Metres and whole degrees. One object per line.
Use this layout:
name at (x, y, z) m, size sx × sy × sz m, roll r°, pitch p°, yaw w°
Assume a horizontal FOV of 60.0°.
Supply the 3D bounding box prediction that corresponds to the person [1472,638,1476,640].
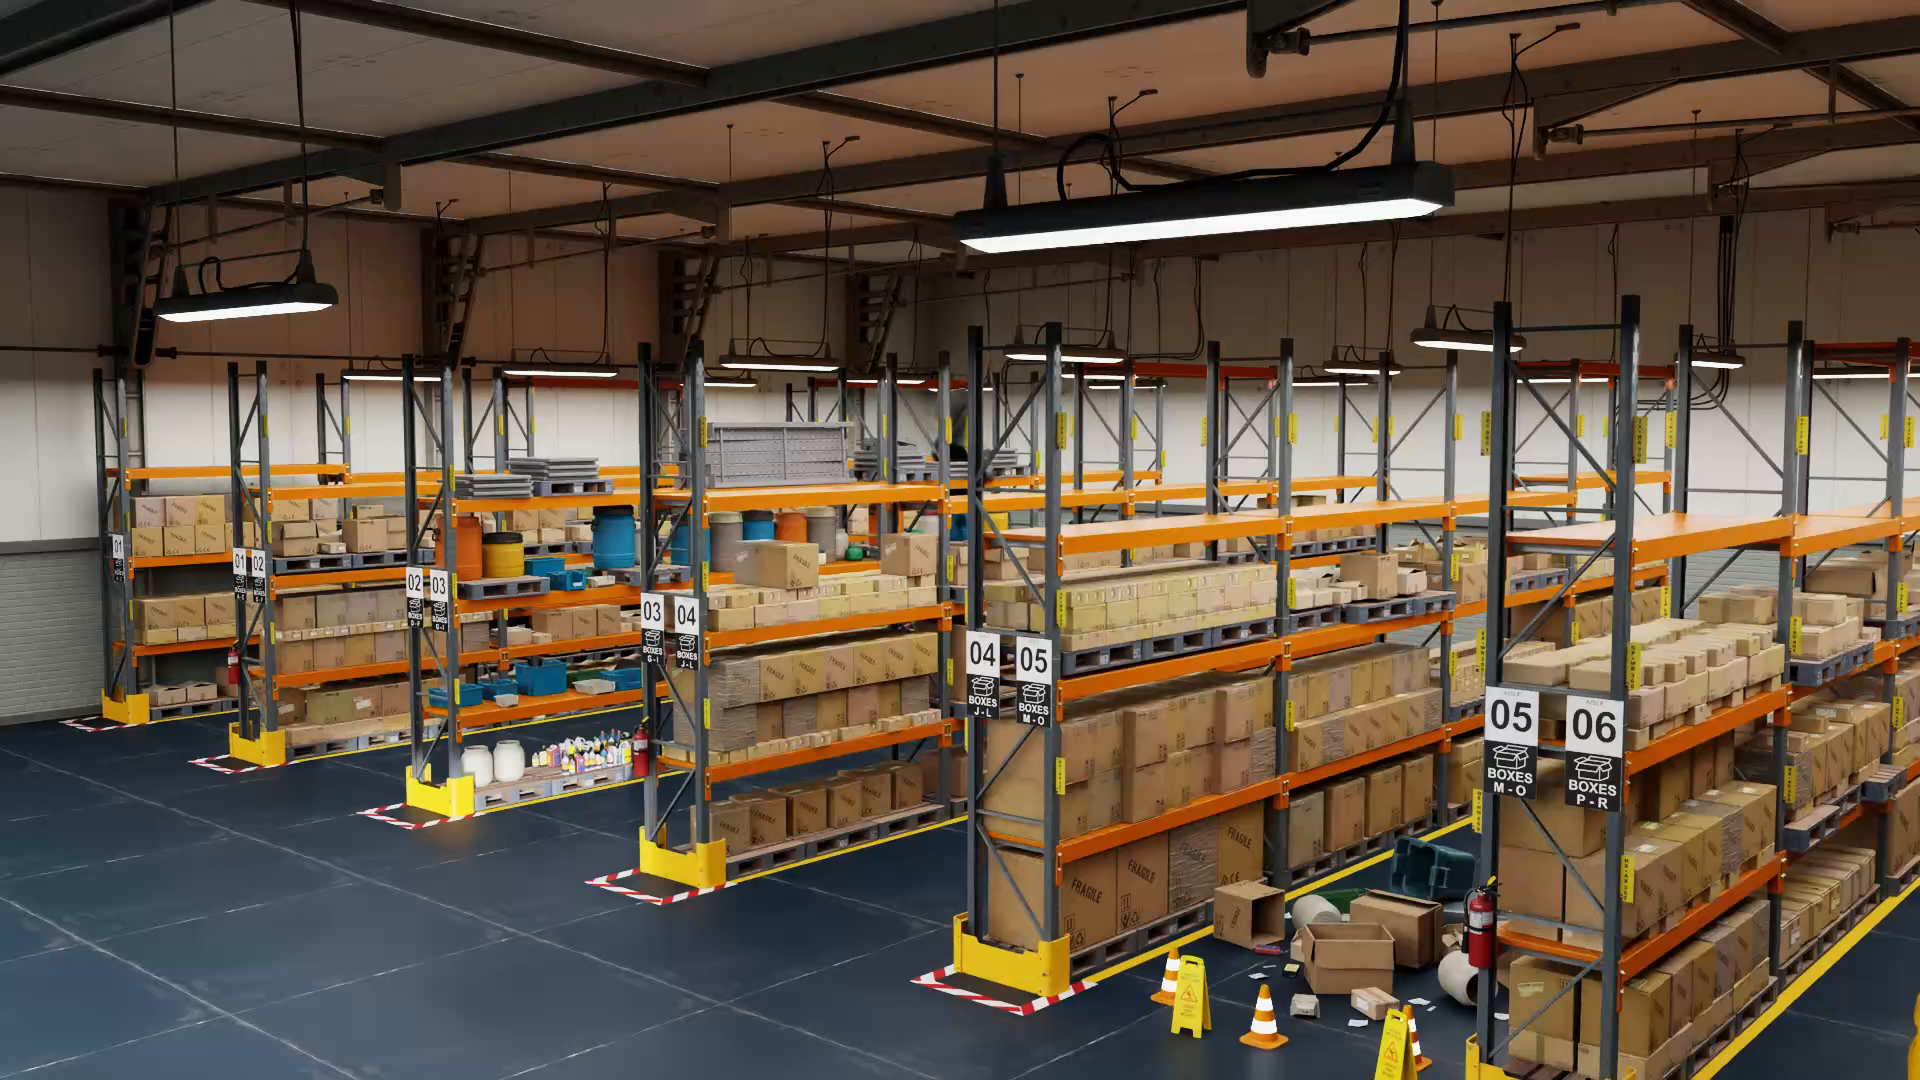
person at (8.294, 2.390, 26.959) m, size 0.538 × 1.605 × 0.608 m, roll -4°, pitch 6°, yaw -42°

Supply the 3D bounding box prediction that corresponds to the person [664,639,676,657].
person at (-5.733, 1.929, 32.719) m, size 0.553 × 1.628 × 0.564 m, roll 3°, pitch 5°, yaw 35°
